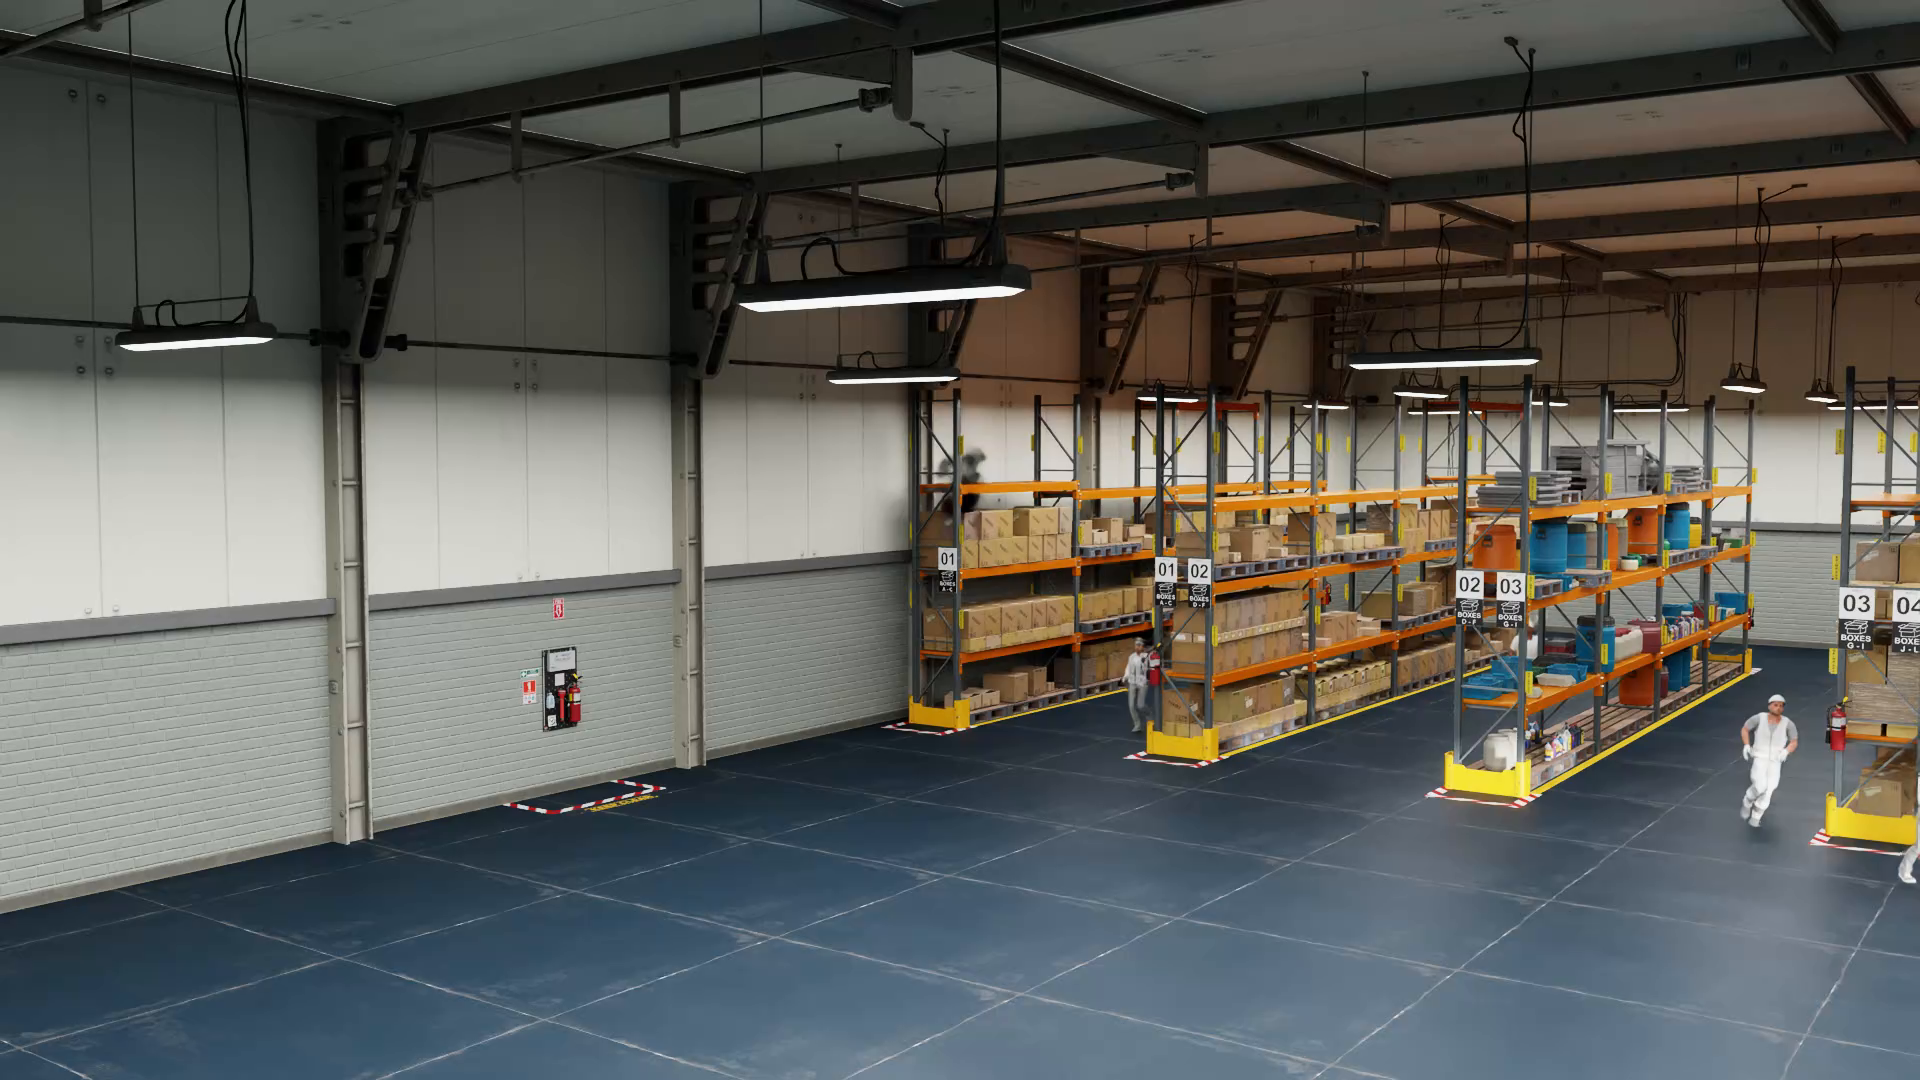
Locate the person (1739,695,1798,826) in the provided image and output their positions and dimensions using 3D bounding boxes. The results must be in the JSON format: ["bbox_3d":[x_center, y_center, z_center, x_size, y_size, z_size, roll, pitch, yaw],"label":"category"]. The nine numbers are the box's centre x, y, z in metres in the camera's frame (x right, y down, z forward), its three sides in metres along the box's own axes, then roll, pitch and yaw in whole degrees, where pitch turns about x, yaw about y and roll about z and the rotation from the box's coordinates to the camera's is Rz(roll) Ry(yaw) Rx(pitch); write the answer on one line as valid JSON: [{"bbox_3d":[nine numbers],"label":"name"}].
[{"bbox_3d":[10.610,2.898,21.777,0.661,1.752,0.545,1,3,16],"label":"person"}]

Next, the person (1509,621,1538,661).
[{"bbox_3d":[10.620,2.370,31.135,0.701,1.716,0.587,2,4,30],"label":"person"}]

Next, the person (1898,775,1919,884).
[{"bbox_3d":[10.883,3.139,18.560,0.548,1.584,0.808,0,3,-6],"label":"person"}]

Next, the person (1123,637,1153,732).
[{"bbox_3d":[3.125,2.520,29.062,0.612,1.648,0.555,2,4,33],"label":"person"}]
